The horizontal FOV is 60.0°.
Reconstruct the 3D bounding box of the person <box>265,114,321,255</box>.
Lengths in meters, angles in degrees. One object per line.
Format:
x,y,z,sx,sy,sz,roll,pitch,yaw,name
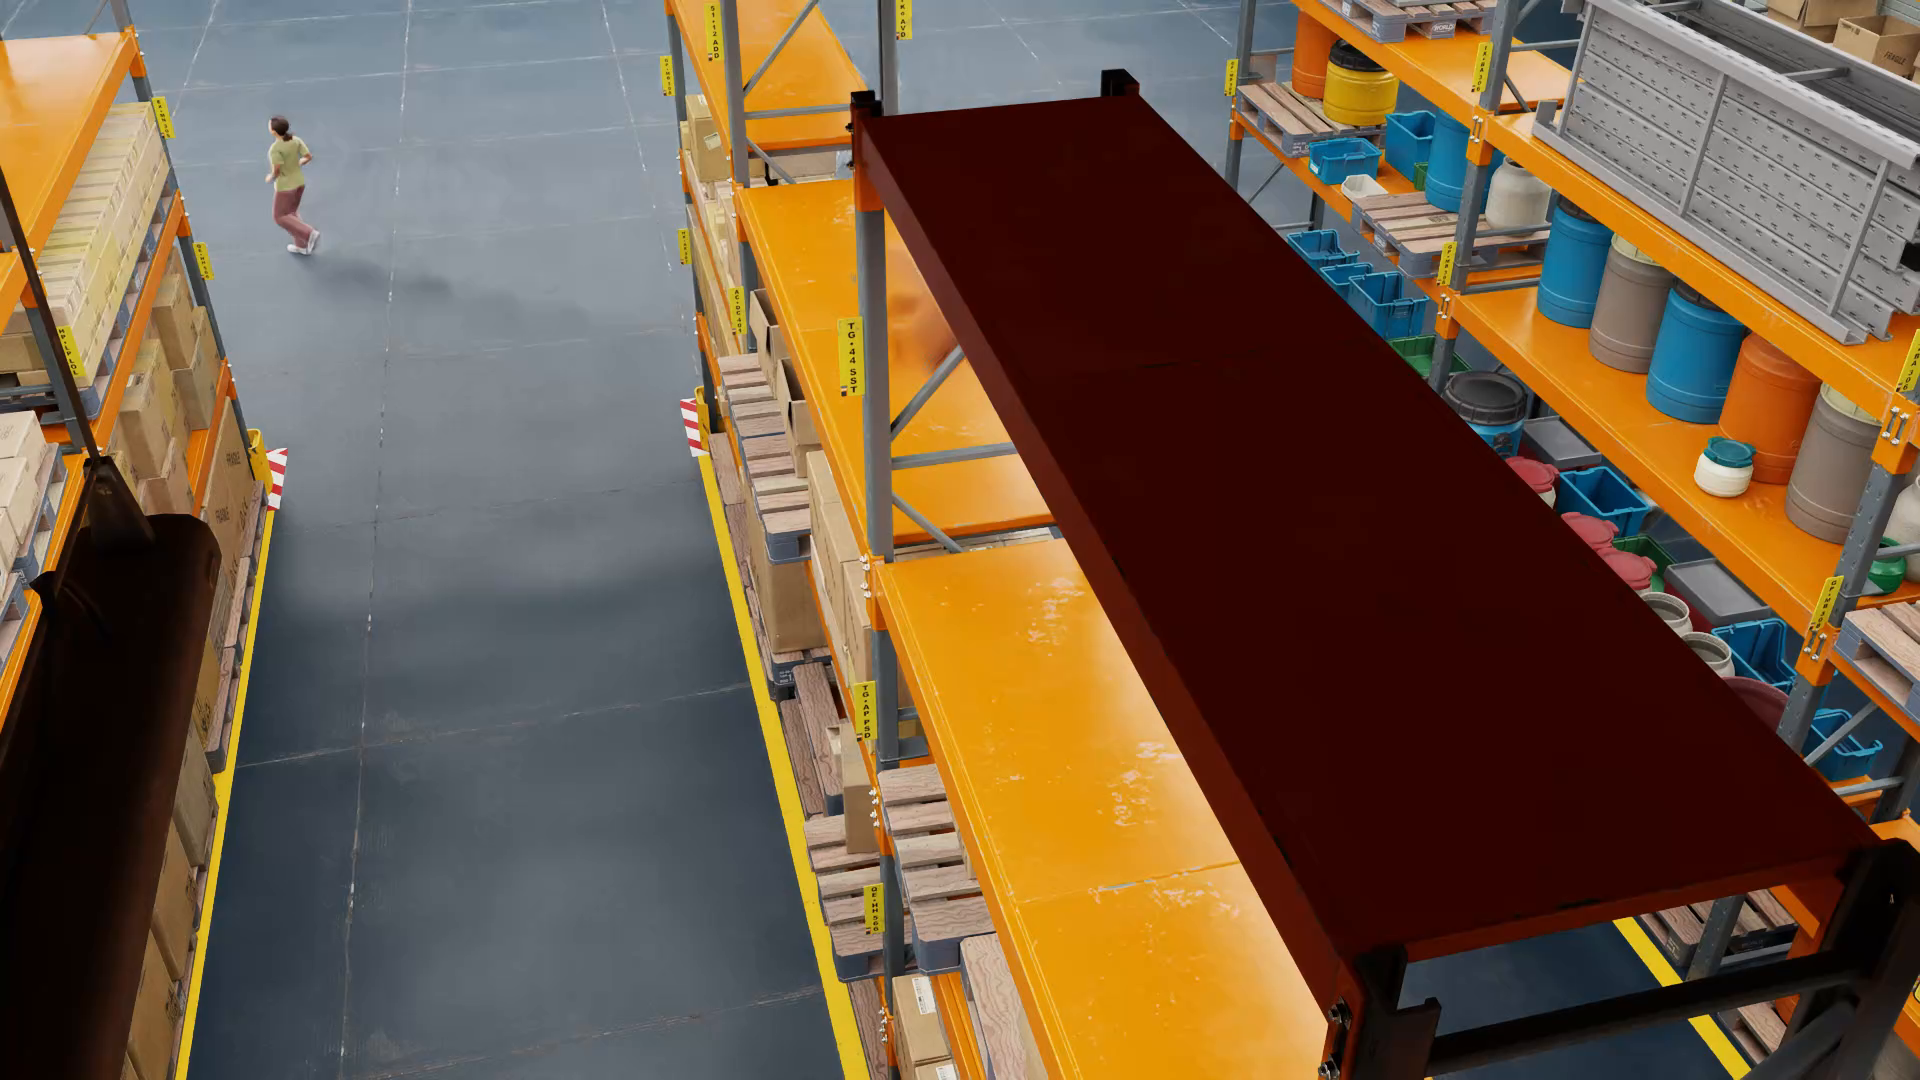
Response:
-7.355,-3.904,18.353,0.579,1.617,0.578,14,37,19,person

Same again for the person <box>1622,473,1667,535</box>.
5.411,-0.357,13.145,0.550,1.654,0.544,-8,35,-11,person
